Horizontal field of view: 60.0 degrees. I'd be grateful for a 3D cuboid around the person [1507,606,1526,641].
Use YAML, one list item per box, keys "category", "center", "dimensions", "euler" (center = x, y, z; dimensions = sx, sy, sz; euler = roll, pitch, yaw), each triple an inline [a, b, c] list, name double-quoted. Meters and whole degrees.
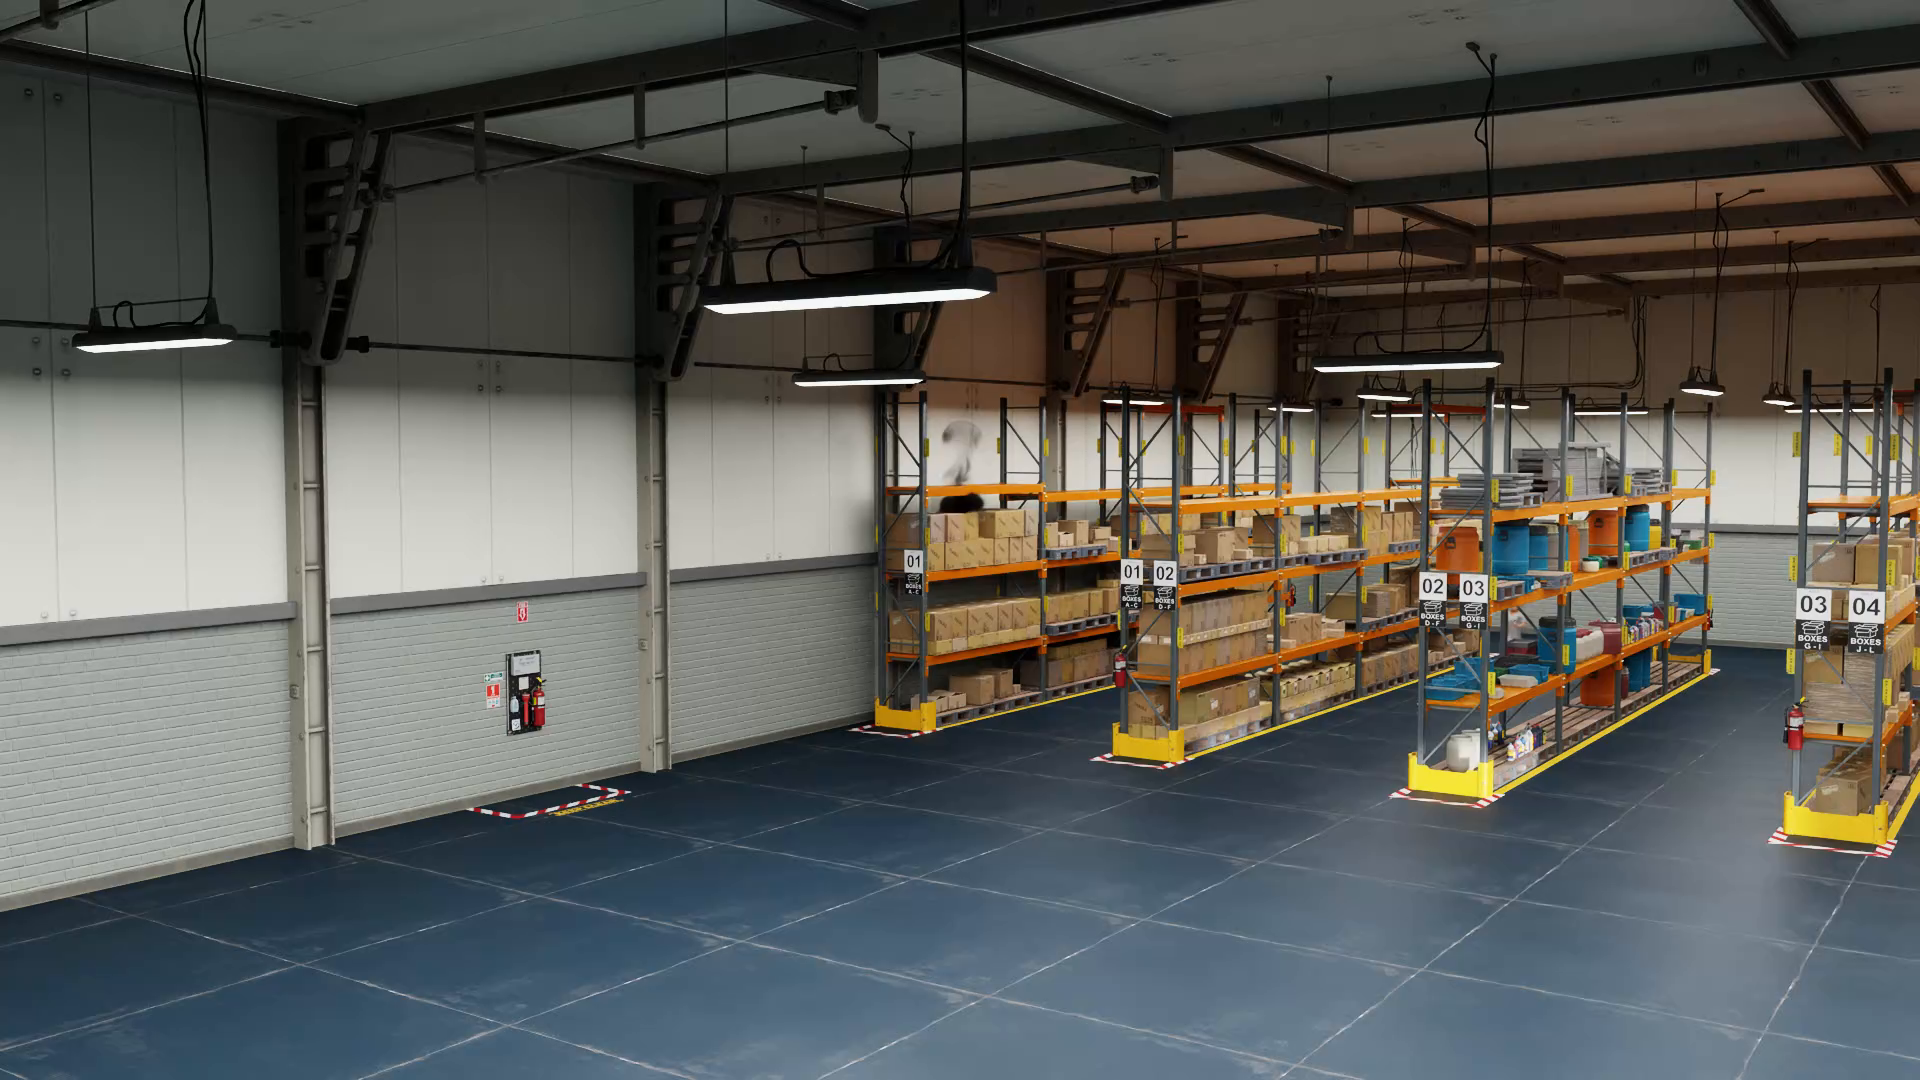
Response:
- category: "person"
  center: [12.052, 2.134, 36.232]
  dimensions: [0.543, 1.694, 0.913]
  euler: [1, 3, 25]
